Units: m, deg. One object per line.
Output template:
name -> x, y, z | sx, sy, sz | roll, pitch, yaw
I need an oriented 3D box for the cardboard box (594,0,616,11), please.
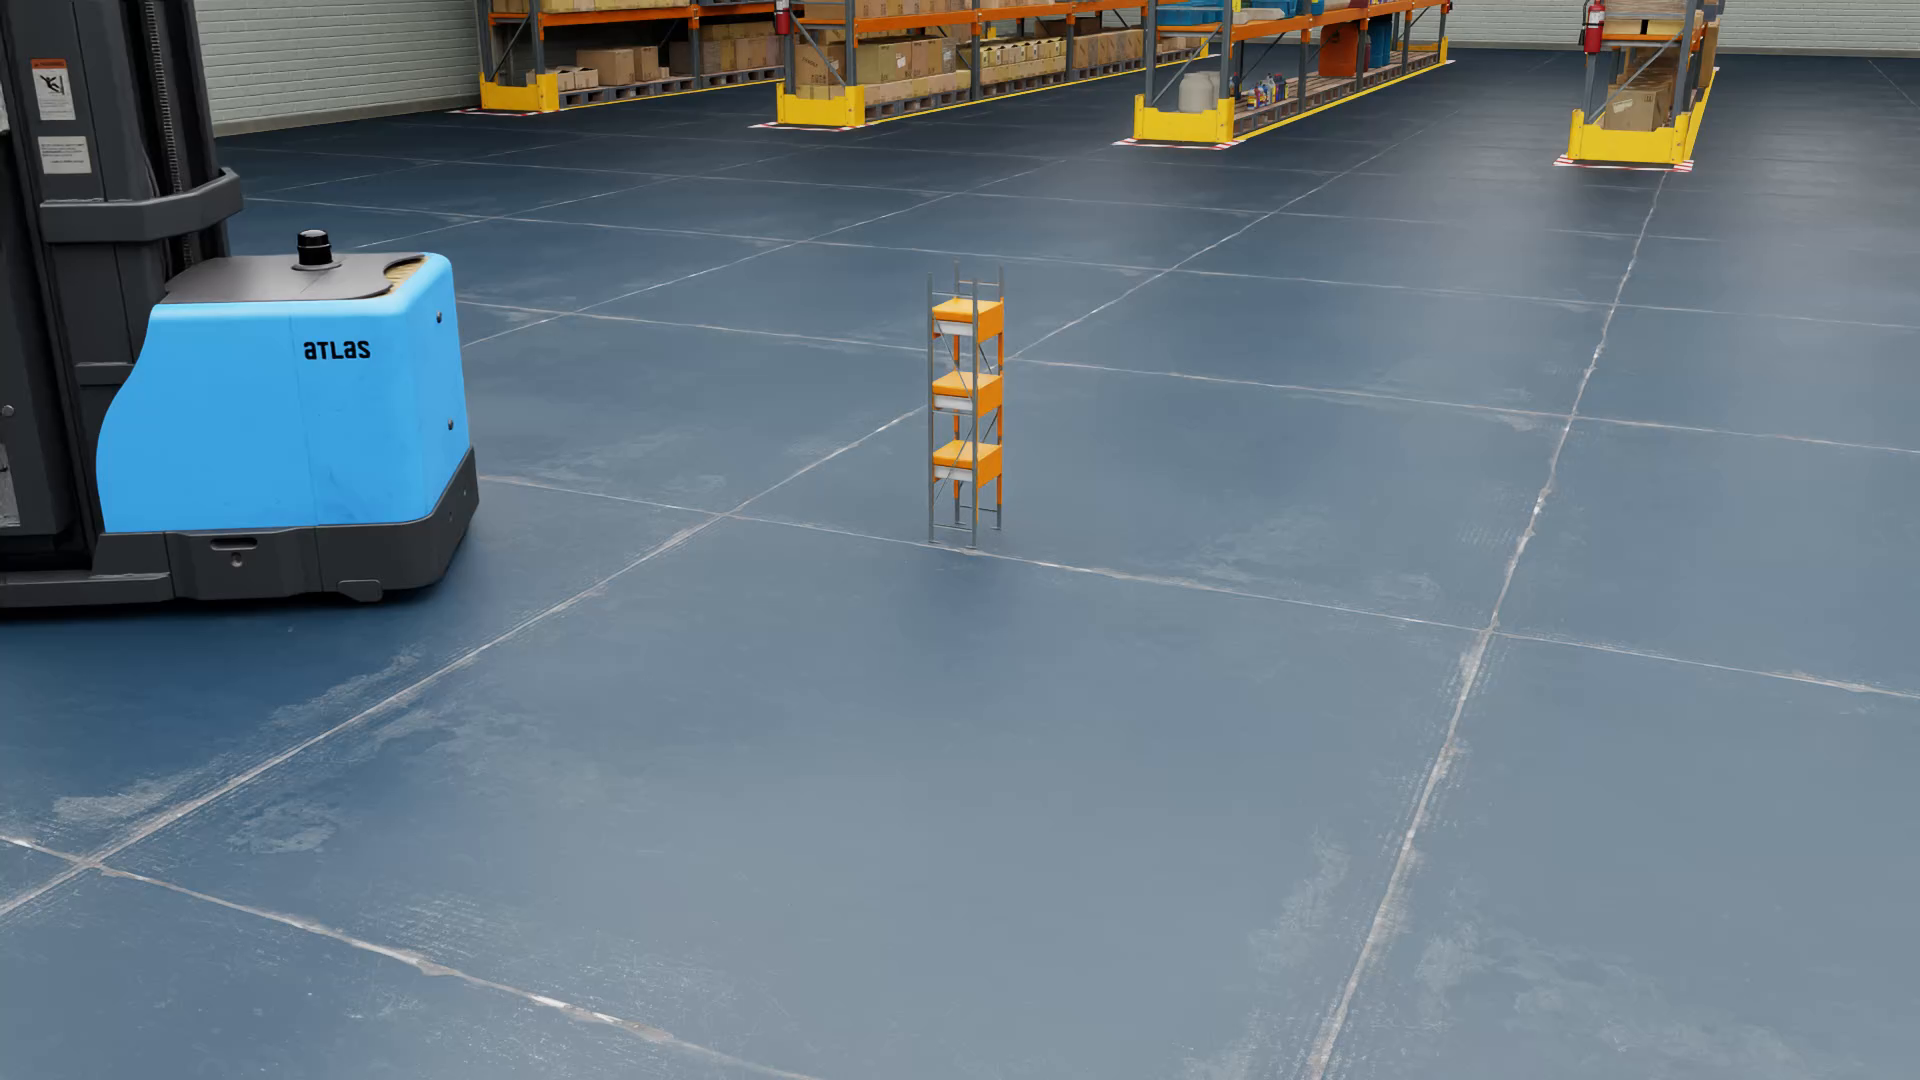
cardboard box -> -5.436, -7.938, 24.507 | 0.500, 0.250, 0.500 | 8, 21, 22

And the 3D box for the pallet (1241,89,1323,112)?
pallet -> 4.624, -6.373, 24.074 | 1.003, 0.211, 1.213 | 9, 21, 23

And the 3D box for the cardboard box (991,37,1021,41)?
cardboard box -> 0.768, -8.230, 27.774 | 0.500, 0.311, 0.500 | 8, 21, 21

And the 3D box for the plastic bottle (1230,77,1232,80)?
plastic bottle -> 3.700, -6.226, 22.906 | 0.152, 0.276, 0.135 | 9, 22, 25

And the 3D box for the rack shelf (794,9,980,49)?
rack shelf -> -0.999, -7.172, 23.233 | 1.077, 0.370, 4.000 | 9, 21, 23

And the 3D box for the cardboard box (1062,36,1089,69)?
cardboard box -> 1.905, -8.475, 28.896 | 0.500, 0.500, 0.500 | 10, 22, 25

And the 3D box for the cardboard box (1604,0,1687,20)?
cardboard box -> 7.468, -5.891, 17.963 | 0.875, 0.500, 0.500 | 9, 21, 23

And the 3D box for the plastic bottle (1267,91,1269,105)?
plastic bottle -> 4.032, -5.848, 21.954 | 0.097, 0.201, 0.097 | 0, 20, 0

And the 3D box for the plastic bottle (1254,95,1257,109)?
plastic bottle -> 3.769, -5.651, 21.401 | 0.097, 0.201, 0.097 | 0, 20, 0

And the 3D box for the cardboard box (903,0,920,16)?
cardboard box -> -0.984, -7.561, 23.104 | 0.700, 0.500, 0.500 | 9, 22, 24

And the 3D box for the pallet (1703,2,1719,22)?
pallet -> 9.302, -6.885, 21.639 | 1.003, 0.211, 1.213 | 9, 21, 23

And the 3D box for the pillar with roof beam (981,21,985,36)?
pillar with roof beam -> 4.457, -15.649, 37.042 | 9.100, 9.000, 0.400 | 9, 21, 23

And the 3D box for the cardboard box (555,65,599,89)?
cardboard box -> -5.740, -6.892, 24.728 | 0.500, 0.311, 0.500 | 11, 22, 27

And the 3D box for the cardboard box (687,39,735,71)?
cardboard box -> -4.249, -8.223, 28.187 | 0.700, 0.500, 0.500 | 8, 21, 22

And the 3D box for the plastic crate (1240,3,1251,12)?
plastic crate -> 3.524, -6.965, 21.894 | 0.450, 0.188, 0.662 | 9, 21, 23

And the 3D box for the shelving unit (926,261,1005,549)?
shelving unit -> 0.022, -0.511, 6.339 | 0.215, 1.050, 0.252 | 9, 21, 23

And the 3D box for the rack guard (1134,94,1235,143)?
rack guard -> 2.688, -5.071, 19.981 | 1.175, 0.500, 0.348 | 9, 21, 23

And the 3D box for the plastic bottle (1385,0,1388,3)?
plastic bottle -> 7.188, -9.212, 28.070 | 0.061, 0.283, 0.133 | 9, 21, 23

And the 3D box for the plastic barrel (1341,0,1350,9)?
plastic barrel -> 5.749, -8.373, 25.370 | 0.421, 0.512, 0.421 | 0, 20, 0

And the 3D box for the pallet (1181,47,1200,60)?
pallet -> 4.377, -10.210, 34.862 | 1.003, 0.211, 1.213 | 9, 21, 23

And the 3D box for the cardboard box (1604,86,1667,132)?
cardboard box -> 7.489, -4.748, 18.446 | 0.500, 0.500, 0.500 | 13, 23, 33

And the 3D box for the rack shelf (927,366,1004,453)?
rack shelf -> 0.022, -0.501, 6.342 | 0.215, 0.259, 0.240 | 9, 21, 23

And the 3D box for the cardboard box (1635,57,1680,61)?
cardboard box -> 9.797, -6.461, 23.234 | 0.700, 0.500, 0.500 | 11, 22, 27

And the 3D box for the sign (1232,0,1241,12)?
sign -> 3.200, -6.272, 19.216 | 0.100, 0.325, 0.005 | 9, 21, 23

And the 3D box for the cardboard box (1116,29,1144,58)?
cardboard box -> 3.155, -9.407, 31.518 | 0.500, 0.500, 0.500 | 8, 21, 22

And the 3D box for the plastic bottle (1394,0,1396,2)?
plastic bottle -> 7.460, -9.481, 28.726 | 0.144, 0.351, 0.185 | 9, 21, 23

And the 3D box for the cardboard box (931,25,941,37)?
cardboard box -> -0.816, -10.634, 34.998 | 0.700, 0.500, 0.500 | 8, 21, 22

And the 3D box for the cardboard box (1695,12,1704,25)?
cardboard box -> 8.767, -6.302, 20.089 | 0.380, 0.149, 0.250 | 9, 21, 23

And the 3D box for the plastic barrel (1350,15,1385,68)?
plastic barrel -> 7.085, -8.716, 29.005 | 0.600, 0.901, 0.708 | 9, 21, 23

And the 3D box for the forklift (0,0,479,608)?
forklift -> -3.388, -1.265, 5.651 | 3.031, 2.935, 1.130 | -2, 20, -6

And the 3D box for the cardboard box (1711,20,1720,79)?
cardboard box -> 11.523, -7.933, 26.842 | 1.225, 0.875, 0.875 | 8, 21, 21

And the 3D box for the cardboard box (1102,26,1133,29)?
cardboard box -> 3.071, -9.811, 32.652 | 0.500, 0.500, 0.500 | 9, 21, 23

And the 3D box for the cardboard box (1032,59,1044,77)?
cardboard box -> 1.049, -7.742, 27.238 | 0.500, 0.250, 0.500 | 9, 22, 24

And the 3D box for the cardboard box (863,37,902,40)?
cardboard box -> -1.065, -6.973, 23.958 | 0.500, 0.500, 0.500 | 9, 21, 23

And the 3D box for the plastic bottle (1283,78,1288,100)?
plastic bottle -> 4.441, -6.177, 22.757 | 0.061, 0.283, 0.133 | 10, 22, 25

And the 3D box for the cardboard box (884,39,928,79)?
cardboard box -> -0.779, -6.747, 23.321 | 0.500, 0.500, 0.500 | 9, 21, 23

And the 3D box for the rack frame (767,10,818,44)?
rack frame -> -3.063, -10.024, 30.177 | 1.000, 3.000, 0.127 | 9, 21, 23

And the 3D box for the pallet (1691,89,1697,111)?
pallet -> 10.173, -6.432, 24.240 | 1.003, 0.211, 1.213 | 9, 21, 23

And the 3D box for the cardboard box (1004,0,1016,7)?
cardboard box -> 0.570, -8.716, 26.352 | 0.500, 0.500, 0.500 | 9, 21, 23

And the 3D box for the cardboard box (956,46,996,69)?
cardboard box -> 0.217, -7.381, 25.387 | 0.500, 0.311, 0.500 | 9, 21, 23

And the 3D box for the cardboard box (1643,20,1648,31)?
cardboard box -> 7.562, -5.841, 18.792 | 0.380, 0.149, 0.250 | 9, 21, 23

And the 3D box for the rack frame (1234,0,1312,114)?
rack frame -> 4.338, -7.442, 22.917 | 1.000, 3.000, 0.127 | 9, 21, 23

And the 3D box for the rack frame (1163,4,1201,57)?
rack frame -> 4.734, -11.791, 35.146 | 1.000, 3.000, 0.127 | 9, 21, 23

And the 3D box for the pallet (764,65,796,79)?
pallet -> -3.384, -8.471, 29.974 | 1.003, 0.211, 1.213 | 9, 21, 23

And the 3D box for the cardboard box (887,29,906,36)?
cardboard box -> -1.572, -10.215, 33.297 | 0.750, 0.750, 0.750 | 9, 21, 23

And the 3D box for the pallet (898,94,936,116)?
pallet -> -1.042, -6.197, 23.578 | 1.003, 0.211, 1.213 | 9, 21, 23

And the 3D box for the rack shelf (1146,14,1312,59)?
rack shelf -> 3.519, -6.491, 21.318 | 1.077, 0.370, 4.000 | 9, 21, 23

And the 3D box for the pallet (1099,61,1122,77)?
pallet -> 2.299, -8.626, 30.409 | 1.003, 0.211, 1.213 | 9, 21, 23

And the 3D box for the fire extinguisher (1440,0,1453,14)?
fire extinguisher -> 9.728, -10.881, 33.261 | 0.296, 0.674, 0.183 | 9, 21, 23

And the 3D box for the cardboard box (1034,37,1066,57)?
cardboard box -> 1.468, -8.318, 28.021 | 0.500, 0.311, 0.500 | 9, 22, 24

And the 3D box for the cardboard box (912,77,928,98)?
cardboard box -> -0.780, -6.394, 23.447 | 0.500, 0.250, 0.500 | 9, 21, 23
